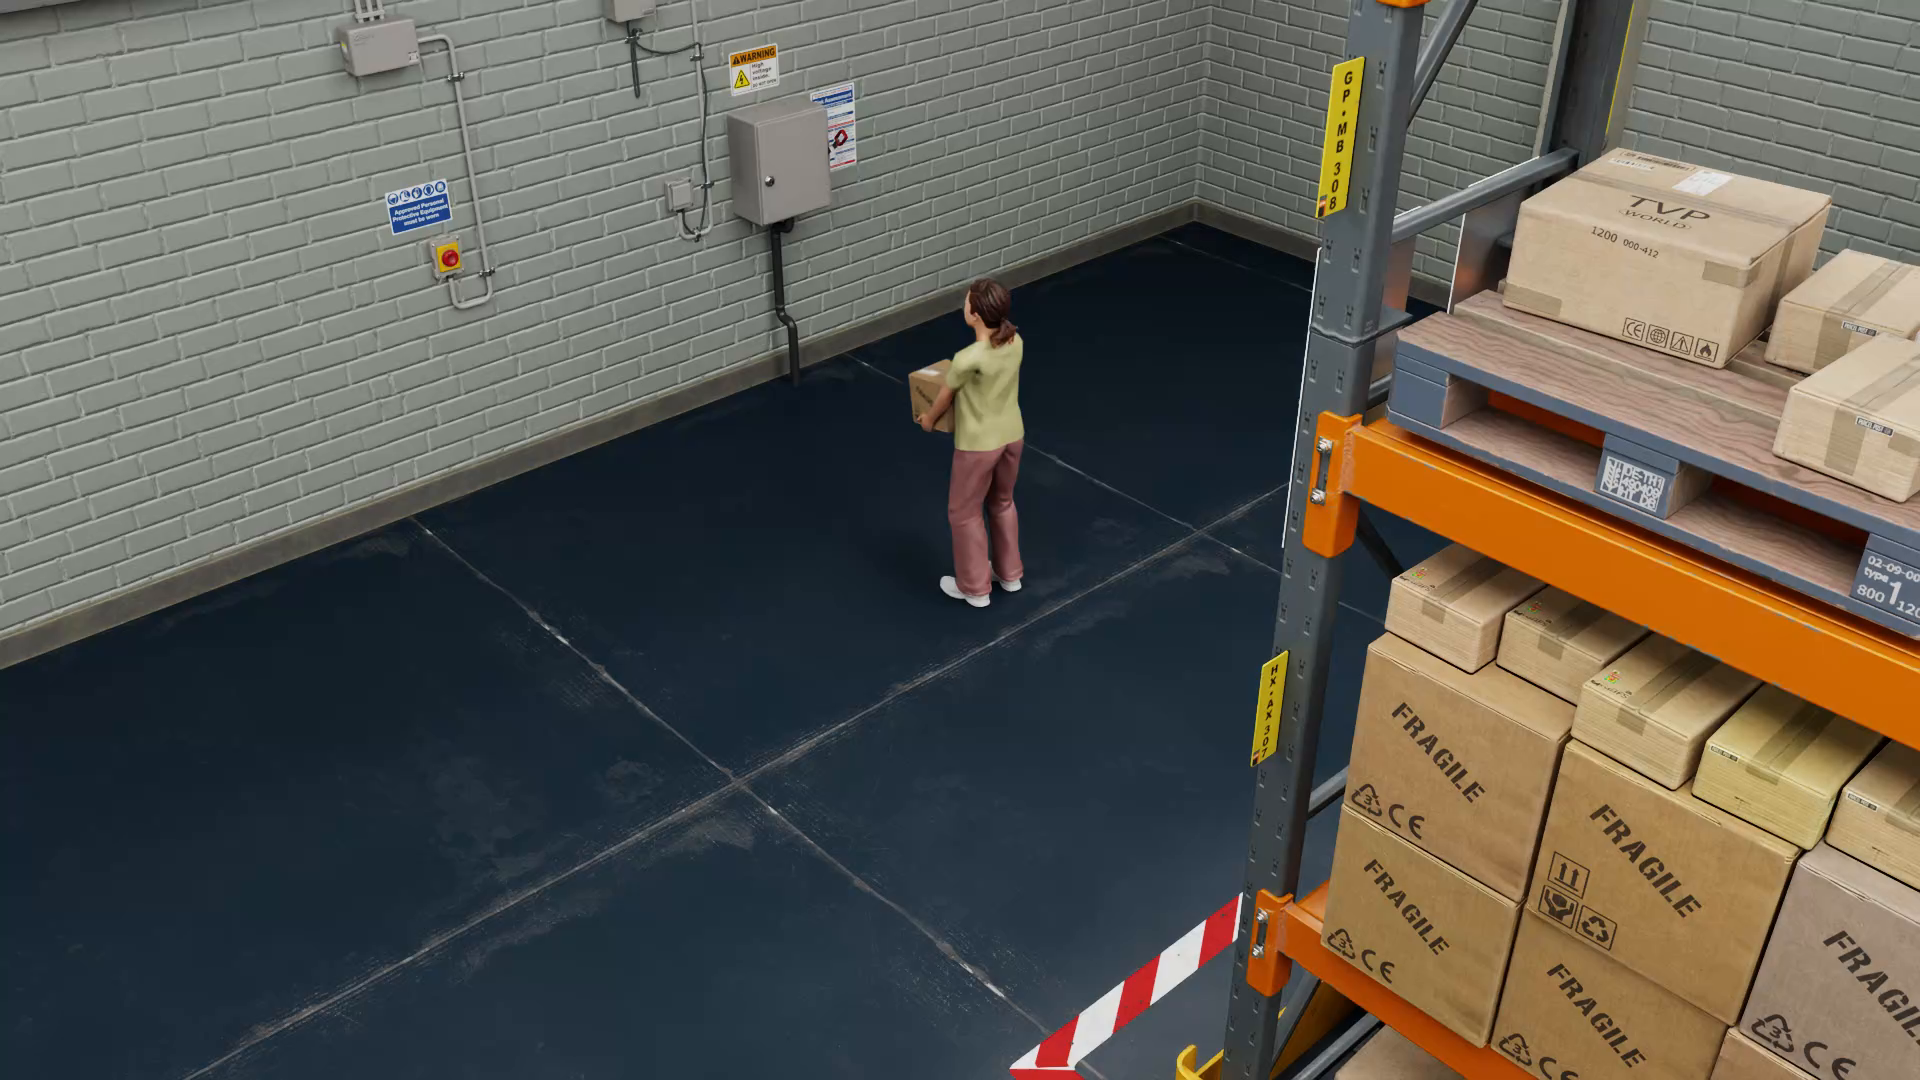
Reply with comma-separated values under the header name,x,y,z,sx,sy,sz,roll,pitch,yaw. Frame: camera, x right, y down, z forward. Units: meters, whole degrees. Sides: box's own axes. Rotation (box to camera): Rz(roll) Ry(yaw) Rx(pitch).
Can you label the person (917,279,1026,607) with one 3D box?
name,x,y,z,sx,sy,sz,roll,pitch,yaw
person,0.072,-0.482,7.923,0.412,1.668,0.535,-26,40,-35
